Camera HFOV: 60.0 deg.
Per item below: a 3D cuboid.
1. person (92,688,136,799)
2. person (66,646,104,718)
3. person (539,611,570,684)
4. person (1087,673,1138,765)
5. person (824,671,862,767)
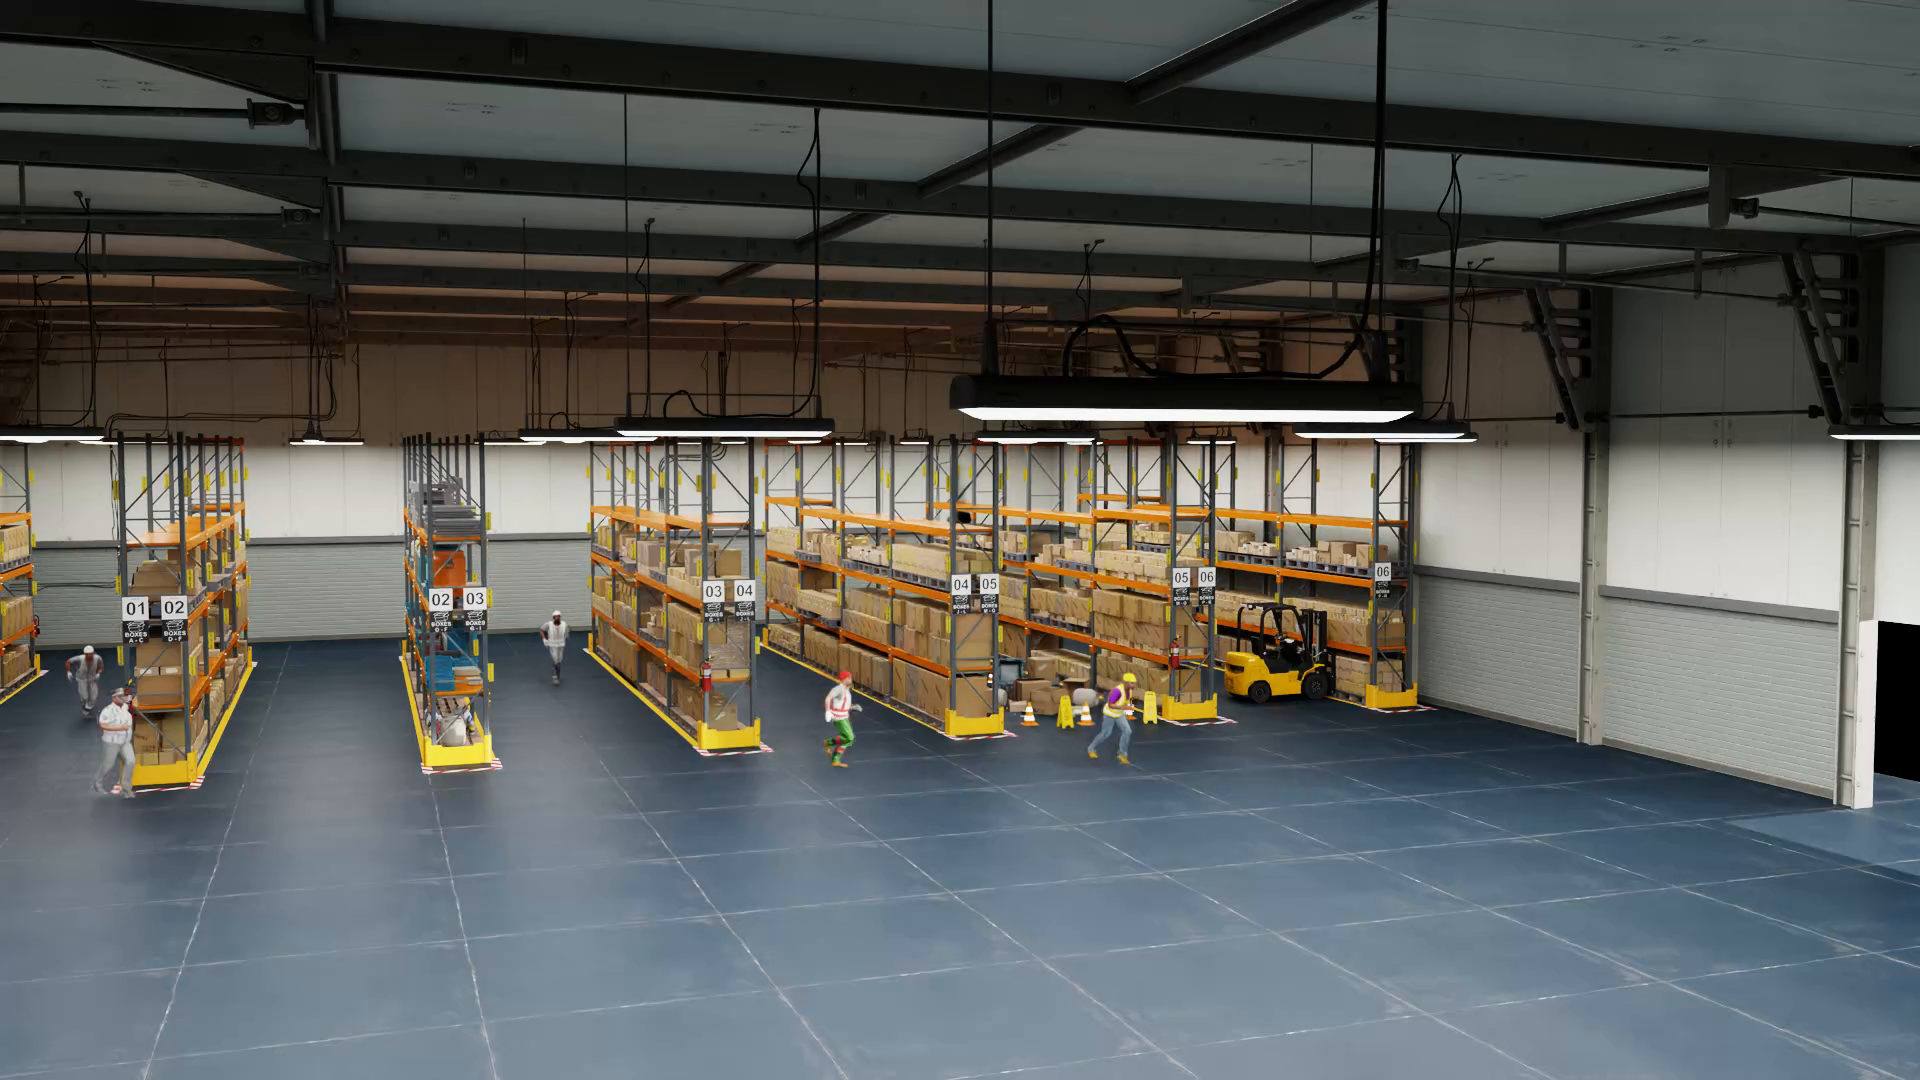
[{"bbox_3d":[-13.827,3.338,27.251,0.759,1.859,0.675,1,3,21],"label":"person"},{"bbox_3d":[-18.397,2.993,34.974,0.692,1.585,0.830,-2,4,-38],"label":"person"},{"bbox_3d":[-9.810,2.613,40.398,0.679,1.806,0.784,-2,4,-30],"label":"person"},{"bbox_3d":[2.777,3.243,30.208,1.033,1.714,0.747,2,4,36],"label":"person"},{"bbox_3d":[-2.108,3.212,29.842,0.678,1.728,0.708,1,3,15],"label":"person"}]
